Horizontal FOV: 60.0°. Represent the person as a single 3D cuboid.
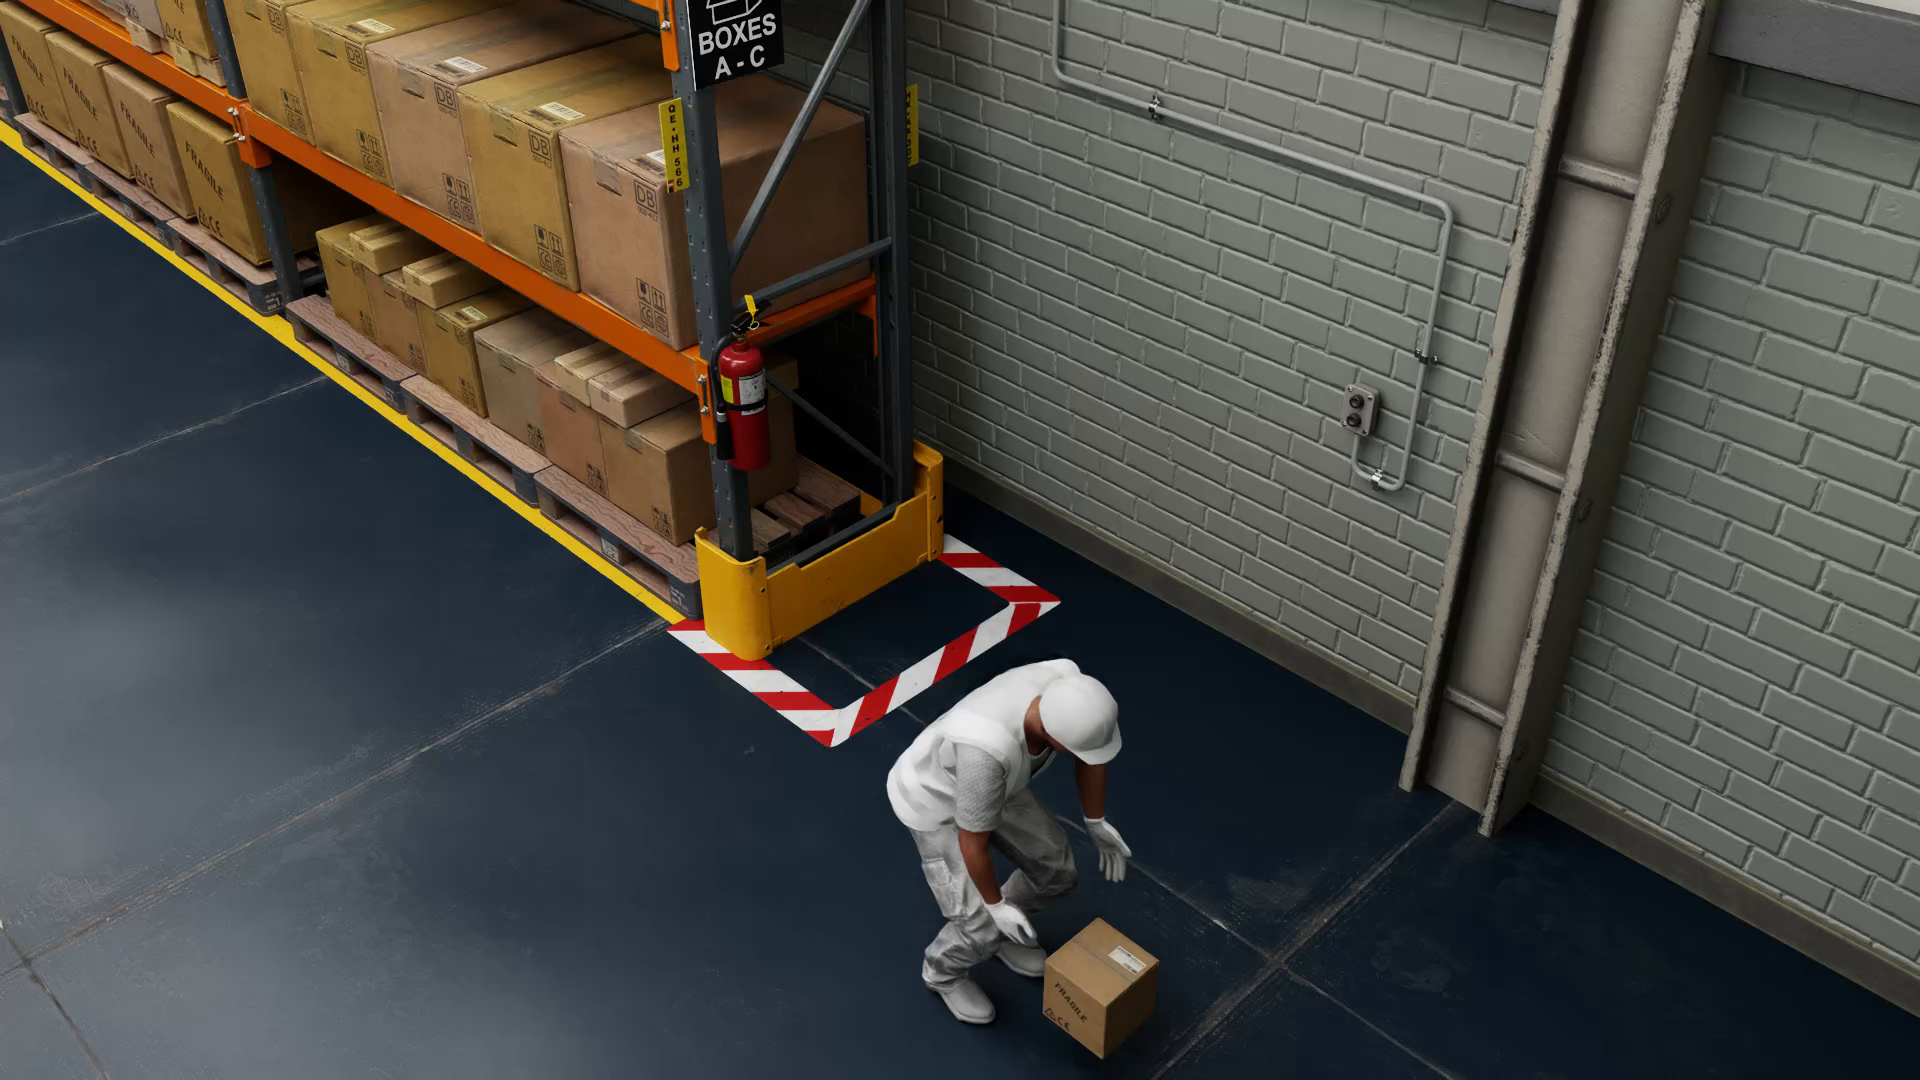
[{"bbox_3d":[0.155,0.878,5.180,0.612,1.441,0.754,-30,45,-35],"label":"person"}]
